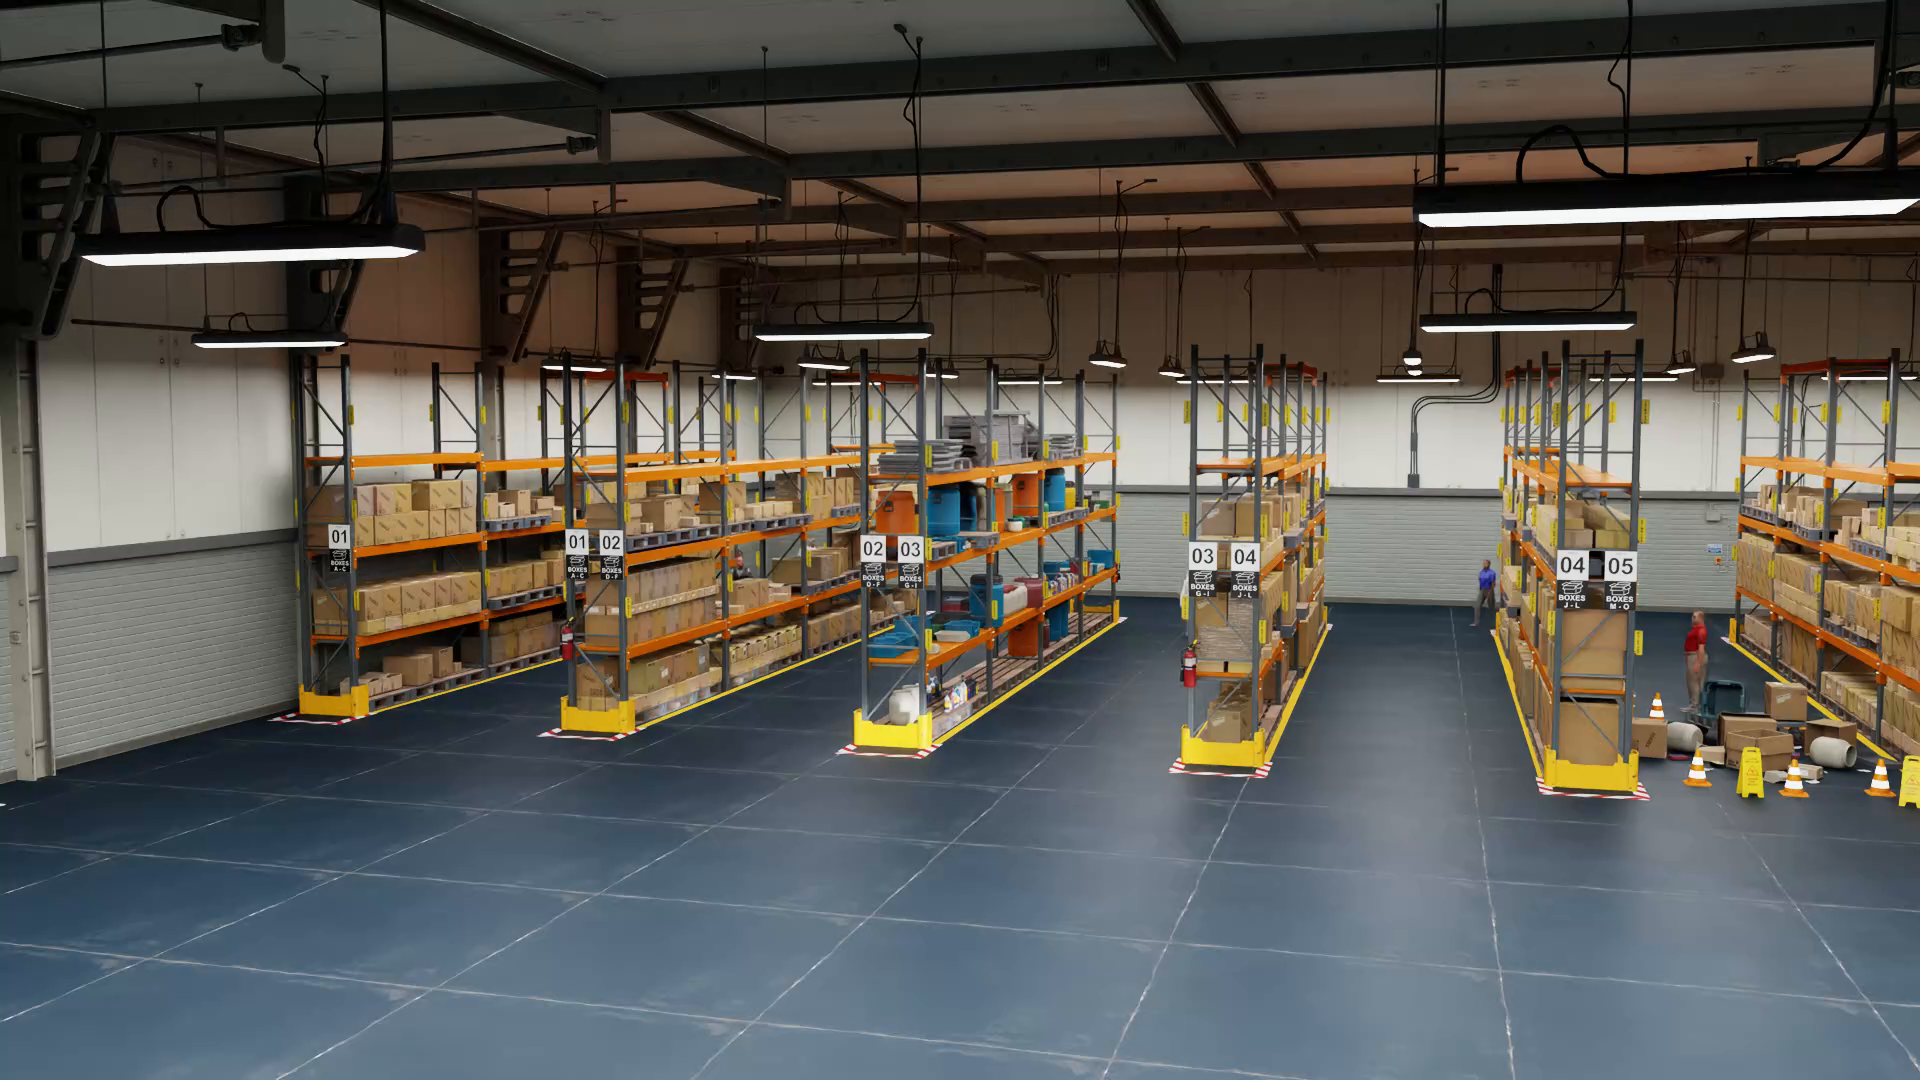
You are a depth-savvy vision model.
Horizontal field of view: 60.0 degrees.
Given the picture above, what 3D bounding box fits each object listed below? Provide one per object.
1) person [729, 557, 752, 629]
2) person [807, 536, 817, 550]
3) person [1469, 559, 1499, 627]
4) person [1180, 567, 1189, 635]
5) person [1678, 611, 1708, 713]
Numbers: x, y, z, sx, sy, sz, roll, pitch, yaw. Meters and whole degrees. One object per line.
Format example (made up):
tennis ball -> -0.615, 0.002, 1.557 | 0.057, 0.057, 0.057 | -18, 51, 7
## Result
person -> -5.185, 1.235, 39.031 | 0.510, 1.685, 0.977 | 2, 5, 20
person -> -3.894, 0.789, 44.426 | 0.475, 1.765, 0.557 | 2, 5, 25
person -> 12.413, 1.251, 39.212 | 0.970, 1.606, 0.480 | -4, 6, -40
person -> 5.194, 1.396, 37.110 | 0.535, 1.643, 0.951 | 1, 4, 10
person -> 12.406, 2.049, 28.012 | 0.444, 1.732, 0.573 | 4, 6, 42
